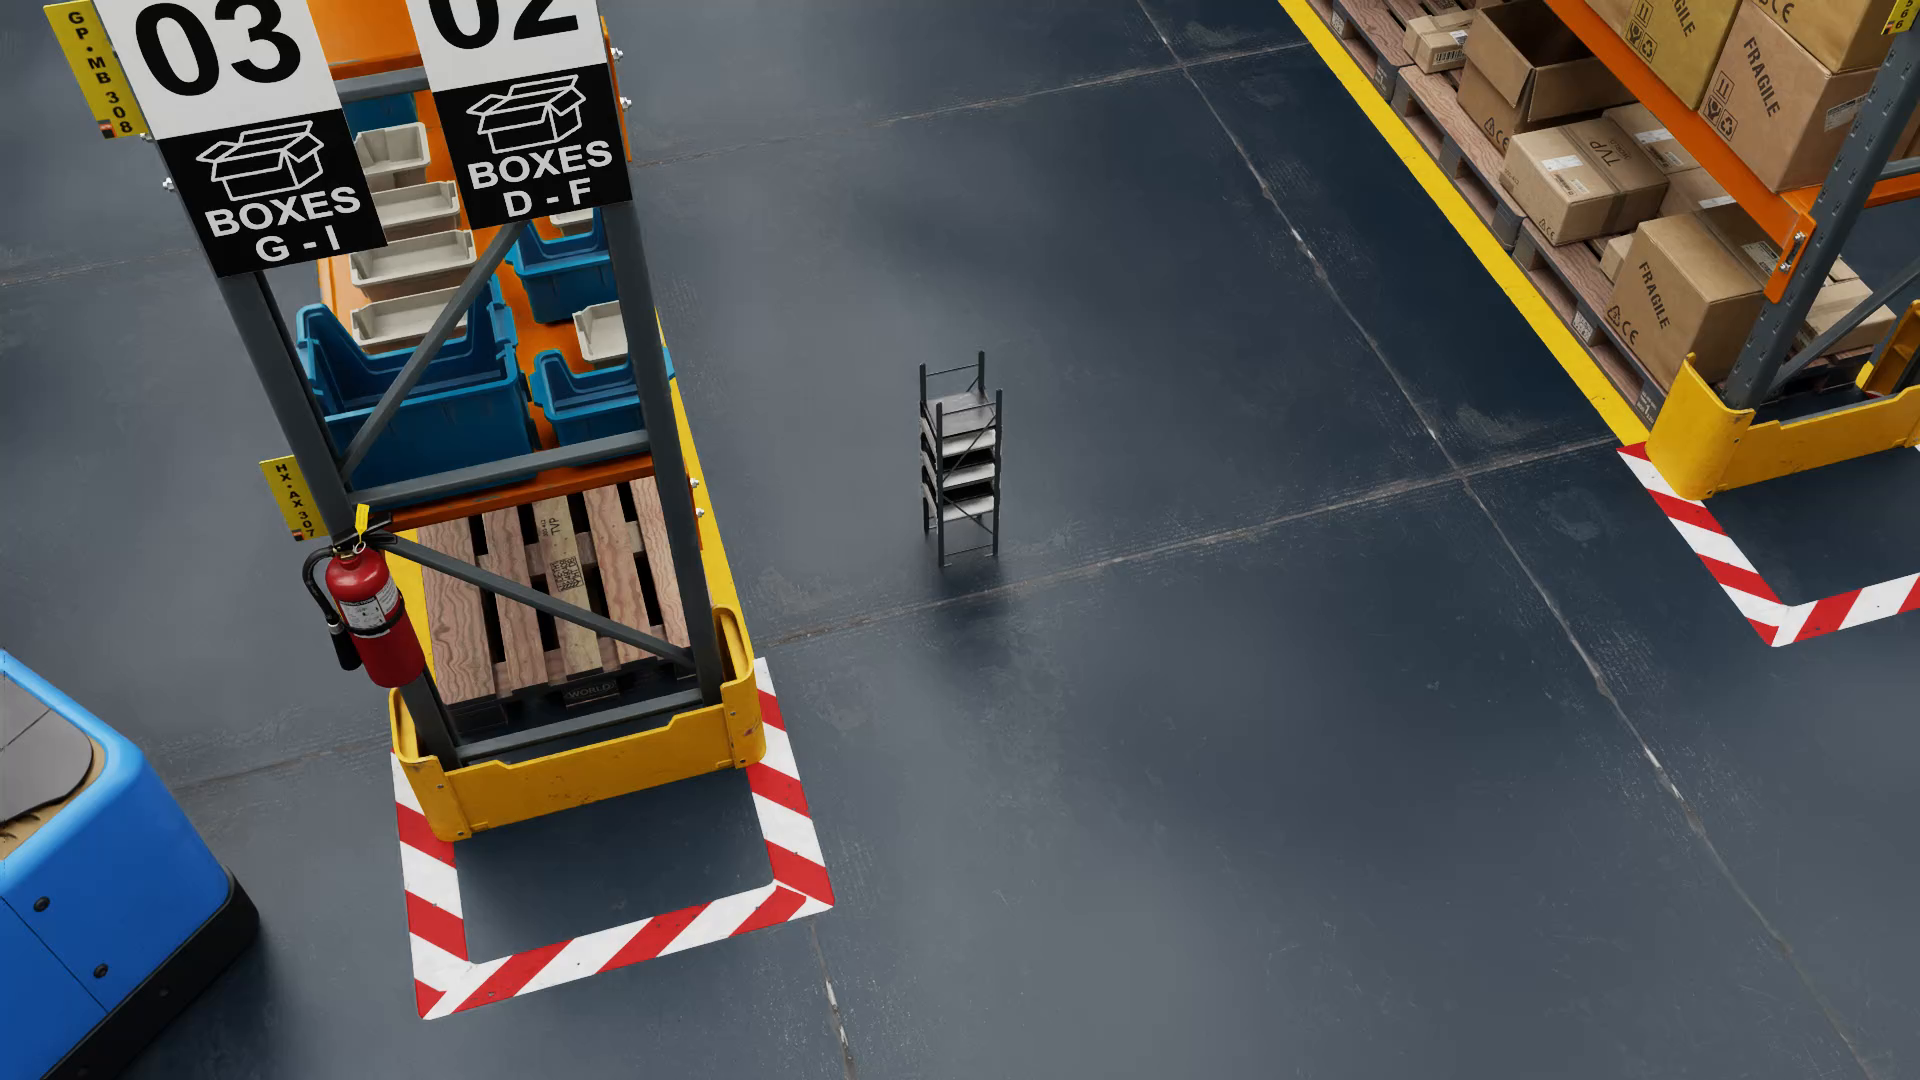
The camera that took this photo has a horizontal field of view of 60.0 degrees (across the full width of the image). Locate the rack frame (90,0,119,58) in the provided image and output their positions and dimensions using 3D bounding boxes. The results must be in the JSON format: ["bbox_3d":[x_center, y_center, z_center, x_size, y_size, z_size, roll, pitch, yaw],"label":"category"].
[{"bbox_3d":[-1.300,-2.129,2.449,1.000,3.000,0.127,-13,51,-11],"label":"rack frame"}]

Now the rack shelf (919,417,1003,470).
[{"bbox_3d":[0.002,-0.379,6.078,0.258,0.077,0.200,-13,51,-11],"label":"rack shelf"}]

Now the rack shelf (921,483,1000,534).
[{"bbox_3d":[0.002,-0.147,6.354,0.258,0.077,0.200,-13,51,-11],"label":"rack shelf"}]

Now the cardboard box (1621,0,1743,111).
[{"bbox_3d":[2.884,-1.989,6.189,0.500,0.500,0.500,-13,51,-11],"label":"cardboard box"}]

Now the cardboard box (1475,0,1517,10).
[{"bbox_3d":[2.911,-2.610,8.249,0.500,0.311,0.500,-13,51,-11],"label":"cardboard box"}]

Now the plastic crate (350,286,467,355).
[{"bbox_3d":[-1.714,-0.685,5.288,0.396,0.136,0.243,-13,51,-11],"label":"plastic crate"}]

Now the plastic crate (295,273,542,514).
[{"bbox_3d":[-1.578,-0.429,4.877,0.616,0.435,0.499,-13,51,-11],"label":"plastic crate"}]

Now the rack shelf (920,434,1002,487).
[{"bbox_3d":[0.002,-0.321,6.147,0.258,0.077,0.200,-13,51,-11],"label":"rack shelf"}]

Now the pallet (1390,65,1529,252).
[{"bbox_3d":[2.816,-1.941,8.038,1.003,0.211,1.213,-13,51,-11],"label":"pallet"}]

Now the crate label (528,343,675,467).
[{"bbox_3d":[-1.059,-0.416,4.999,0.416,0.233,0.303,-13,51,-11],"label":"crate label"}]

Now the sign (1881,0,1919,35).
[{"bbox_3d":[2.897,-1.677,5.028,0.100,0.325,0.005,-13,51,-11],"label":"sign"}]

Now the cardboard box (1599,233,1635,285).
[{"bbox_3d":[3.003,-1.199,7.154,0.380,0.166,0.250,-13,51,-11],"label":"cardboard box"}]

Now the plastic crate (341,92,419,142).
[{"bbox_3d":[-2.152,-1.603,6.000,0.416,0.233,0.300,-13,51,-11],"label":"plastic crate"}]

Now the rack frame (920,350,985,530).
[{"bbox_3d":[-0.028,-0.358,6.253,0.240,0.900,0.006,-13,51,-11],"label":"rack frame"}]

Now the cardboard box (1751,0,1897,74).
[{"bbox_3d":[3.038,-1.930,5.486,0.500,0.500,0.500,-14,51,-11],"label":"cardboard box"}]

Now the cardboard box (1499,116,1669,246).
[{"bbox_3d":[2.784,-1.611,7.446,0.500,0.250,0.500,-13,51,-11],"label":"cardboard box"}]

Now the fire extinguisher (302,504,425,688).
[{"bbox_3d":[-1.690,0.162,4.735,0.296,0.674,0.183,-13,51,-11],"label":"fire extinguisher"}]

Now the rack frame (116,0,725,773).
[{"bbox_3d":[-1.300,-0.196,4.743,1.000,3.000,0.127,-13,51,-11],"label":"rack frame"}]

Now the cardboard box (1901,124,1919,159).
[{"bbox_3d":[3.553,-1.729,5.970,0.500,0.500,0.500,-12,51,-10],"label":"cardboard box"}]

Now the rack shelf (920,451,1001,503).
[{"bbox_3d":[0.002,-0.263,6.216,0.258,0.077,0.200,-13,51,-11],"label":"rack shelf"}]

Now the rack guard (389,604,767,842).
[{"bbox_3d":[-1.281,0.625,5.686,1.175,0.500,0.348,-13,51,-11],"label":"rack guard"}]

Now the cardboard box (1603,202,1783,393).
[{"bbox_3d":[3.037,-0.991,6.760,0.500,0.500,0.500,-13,51,-11],"label":"cardboard box"}]

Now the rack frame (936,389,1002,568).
[{"bbox_3d":[0.032,-0.210,6.128,0.240,0.900,0.006,-13,51,-11],"label":"rack frame"}]

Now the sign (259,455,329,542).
[{"bbox_3d":[-1.821,-0.112,4.566,0.100,0.325,0.005,-13,51,-11],"label":"sign"}]

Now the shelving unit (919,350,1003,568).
[{"bbox_3d":[0.002,-0.284,6.191,0.258,0.900,0.210,-13,51,-11],"label":"shelving unit"}]

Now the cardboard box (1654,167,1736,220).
[{"bbox_3d":[3.395,-1.395,7.264,0.500,0.250,0.500,-13,51,-11],"label":"cardboard box"}]

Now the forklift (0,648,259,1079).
[{"bbox_3d":[-3.783,0.029,4.598,3.031,2.935,1.130,27,55,21],"label":"forklift"}]

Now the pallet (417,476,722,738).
[{"bbox_3d":[-1.507,0.092,6.324,1.003,0.211,1.213,-13,51,-11],"label":"pallet"}]

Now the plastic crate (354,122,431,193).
[{"bbox_3d":[-1.997,-1.310,5.815,0.298,0.136,0.250,-13,51,-11],"label":"plastic crate"}]

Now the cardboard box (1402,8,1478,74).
[{"bbox_3d":[2.433,-2.478,8.232,0.380,0.166,0.250,-13,51,-11],"label":"cardboard box"}]

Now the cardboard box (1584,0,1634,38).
[{"bbox_3d":[2.741,-2.355,6.497,0.500,0.500,0.500,-13,51,-11],"label":"cardboard box"}]

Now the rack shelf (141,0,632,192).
[{"bbox_3d":[-1.892,-2.391,5.102,1.077,0.370,4.000,-13,51,-11],"label":"rack shelf"}]

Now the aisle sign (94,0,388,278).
[{"bbox_3d":[-1.559,-0.915,3.649,0.394,0.787,0.004,-13,51,-11],"label":"aisle sign"}]

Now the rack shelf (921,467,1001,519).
[{"bbox_3d":[0.002,-0.205,6.285,0.258,0.077,0.200,-13,51,-11],"label":"rack shelf"}]

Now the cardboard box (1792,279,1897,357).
[{"bbox_3d":[3.637,-0.919,6.930,0.380,0.149,0.250,-13,51,-11],"label":"cardboard box"}]

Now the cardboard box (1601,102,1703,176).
[{"bbox_3d":[3.247,-1.760,7.572,0.500,0.250,0.500,-13,51,-11],"label":"cardboard box"}]

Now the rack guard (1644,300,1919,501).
[{"bbox_3d":[3.410,-0.563,6.687,1.175,0.500,0.348,-13,51,-11],"label":"rack guard"}]

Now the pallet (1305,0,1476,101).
[{"bbox_3d":[2.452,-2.834,8.791,1.003,0.211,1.213,-13,51,-11],"label":"pallet"}]

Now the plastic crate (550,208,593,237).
[{"bbox_3d":[-1.275,-1.133,5.666,0.250,0.136,0.298,-13,51,-11],"label":"plastic crate"}]

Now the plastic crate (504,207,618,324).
[{"bbox_3d":[-1.253,-0.897,5.404,0.416,0.233,0.300,-13,51,-11],"label":"plastic crate"}]

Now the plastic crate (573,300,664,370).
[{"bbox_3d":[-1.074,-0.638,5.249,0.250,0.136,0.298,-13,51,-11],"label":"plastic crate"}]

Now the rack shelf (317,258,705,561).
[{"bbox_3d":[-1.892,-1.425,6.249,1.077,0.370,4.000,-13,51,-11],"label":"rack shelf"}]

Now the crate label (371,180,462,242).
[{"bbox_3d":[-1.892,-1.098,5.636,0.396,0.136,0.243,-13,51,-11],"label":"crate label"}]

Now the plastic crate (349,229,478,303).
[{"bbox_3d":[-1.786,-0.900,5.469,0.396,0.136,0.243,-13,51,-11],"label":"plastic crate"}]

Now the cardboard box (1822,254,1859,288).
[{"bbox_3d":[3.563,-1.108,7.077,0.380,0.166,0.250,-13,51,-11],"label":"cardboard box"}]

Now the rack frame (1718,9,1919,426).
[{"bbox_3d":[3.433,-1.313,5.685,1.000,3.000,0.127,-13,51,-11],"label":"rack frame"}]

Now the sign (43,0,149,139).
[{"bbox_3d":[-1.821,-0.993,3.521,0.100,0.325,0.005,-13,51,-11],"label":"sign"}]

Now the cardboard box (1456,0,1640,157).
[{"bbox_3d":[2.810,-2.201,7.778,0.797,0.503,0.637,-13,51,-11],"label":"cardboard box"}]

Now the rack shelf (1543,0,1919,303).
[{"bbox_3d":[2.841,-2.542,7.191,1.077,0.370,4.000,-13,51,-11],"label":"rack shelf"}]

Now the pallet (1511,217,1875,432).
[{"bbox_3d":[3.174,-1.052,7.288,1.003,0.211,1.213,-13,51,-11],"label":"pallet"}]

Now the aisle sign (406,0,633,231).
[{"bbox_3d":[-0.995,-1.048,3.761,0.394,0.787,0.004,-13,51,-11],"label":"aisle sign"}]

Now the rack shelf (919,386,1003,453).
[{"bbox_3d":[0.002,-0.437,6.010,0.258,0.077,0.200,-13,51,-11],"label":"rack shelf"}]
